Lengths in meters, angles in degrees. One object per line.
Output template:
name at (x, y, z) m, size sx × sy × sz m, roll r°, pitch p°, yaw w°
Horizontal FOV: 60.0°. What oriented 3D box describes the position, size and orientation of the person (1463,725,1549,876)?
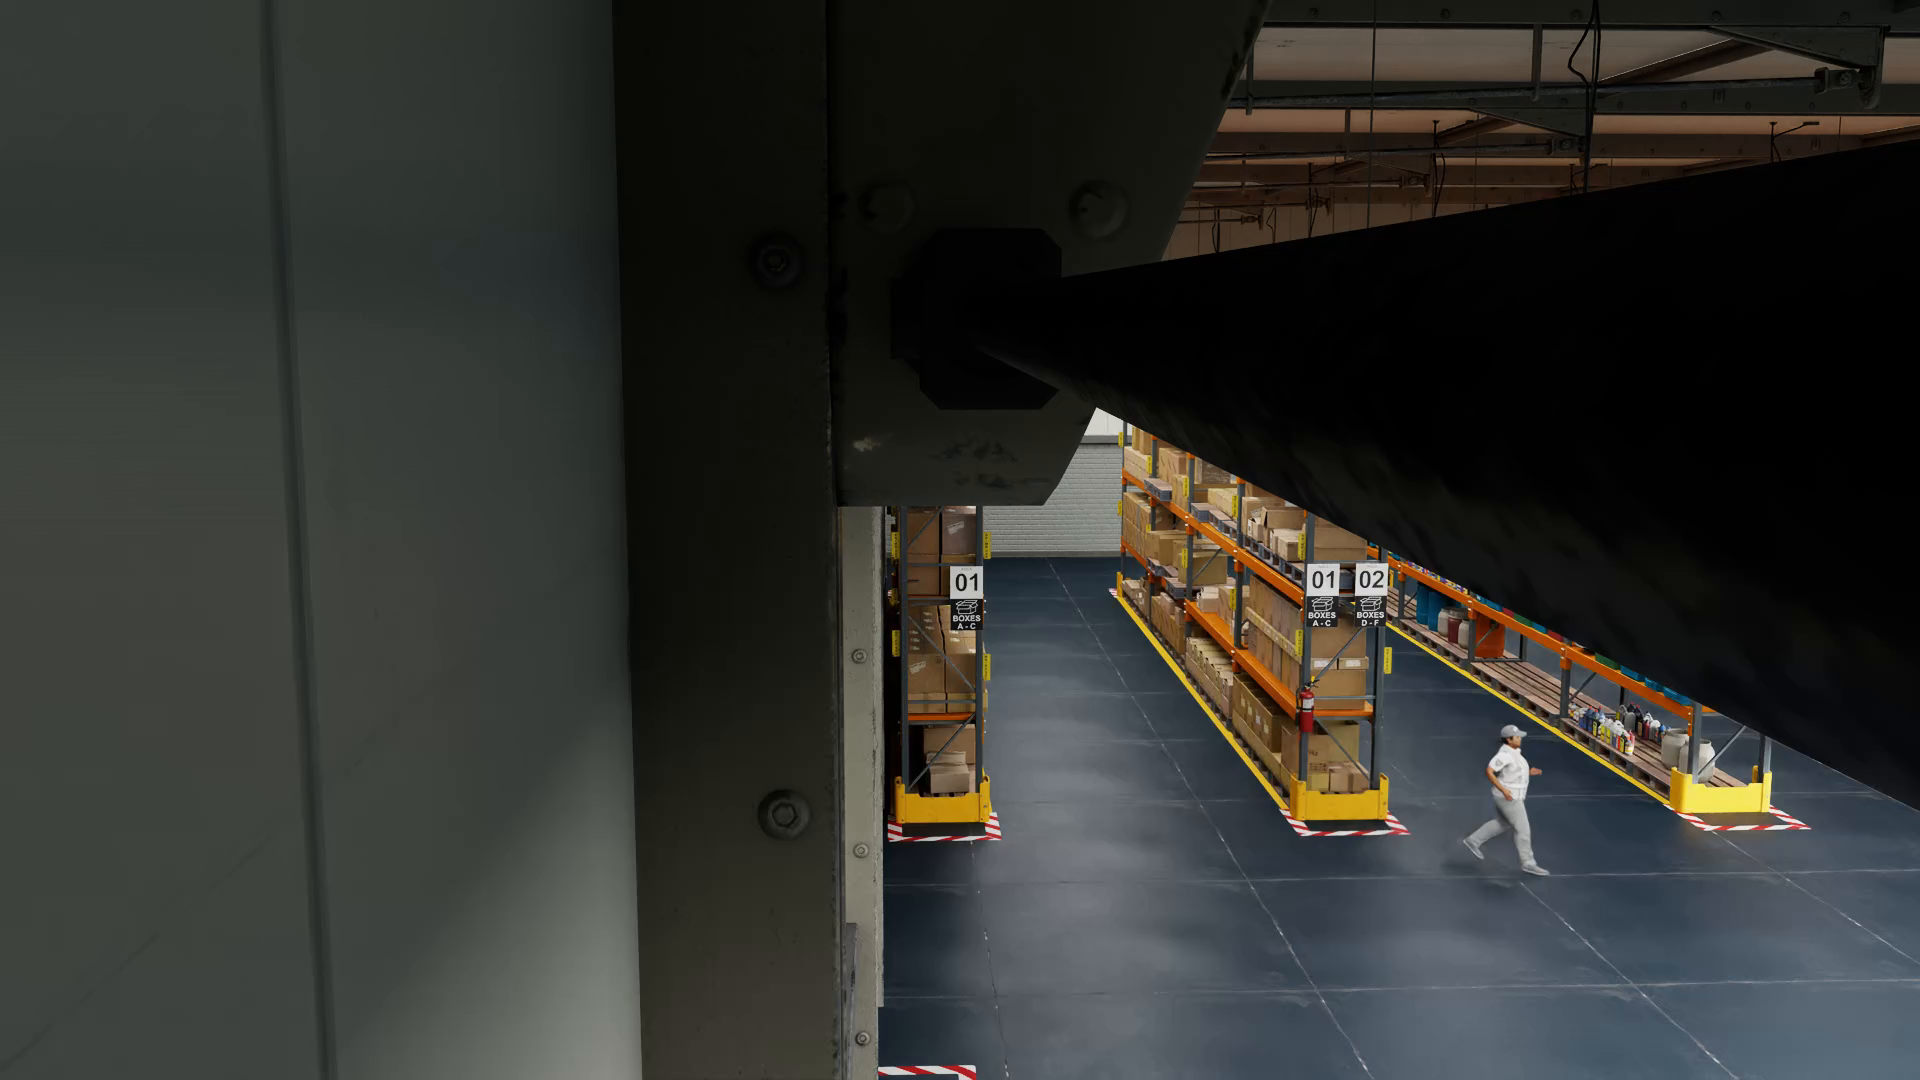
person at (6.154, 2.884, 18.642) m, size 0.924 × 1.653 × 0.605 m, roll 3°, pitch 9°, yaw 20°
